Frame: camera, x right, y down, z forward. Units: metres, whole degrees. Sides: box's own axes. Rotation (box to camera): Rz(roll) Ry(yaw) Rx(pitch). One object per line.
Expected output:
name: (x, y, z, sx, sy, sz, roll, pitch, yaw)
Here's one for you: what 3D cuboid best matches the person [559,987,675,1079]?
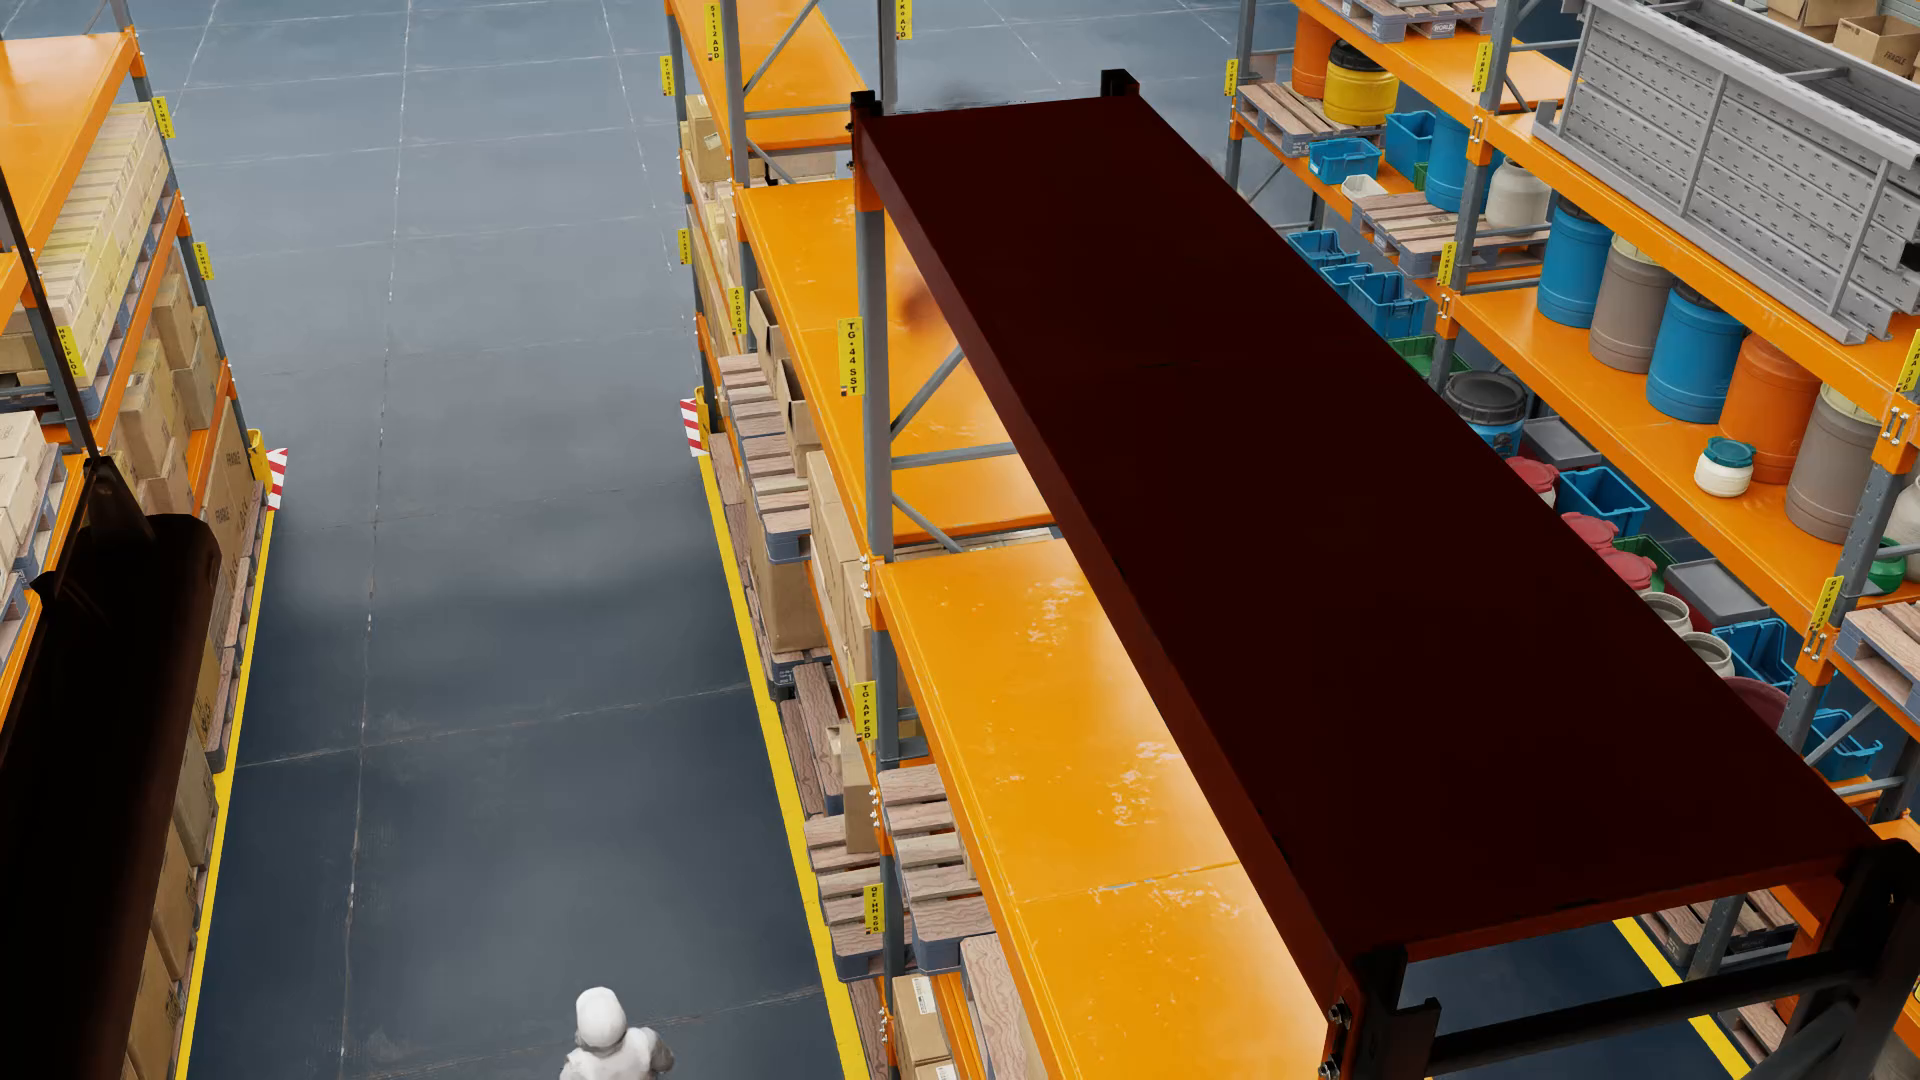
person: (-1.704, 2.881, 8.284, 0.653, 1.793, 0.902, -14, 37, -19)
